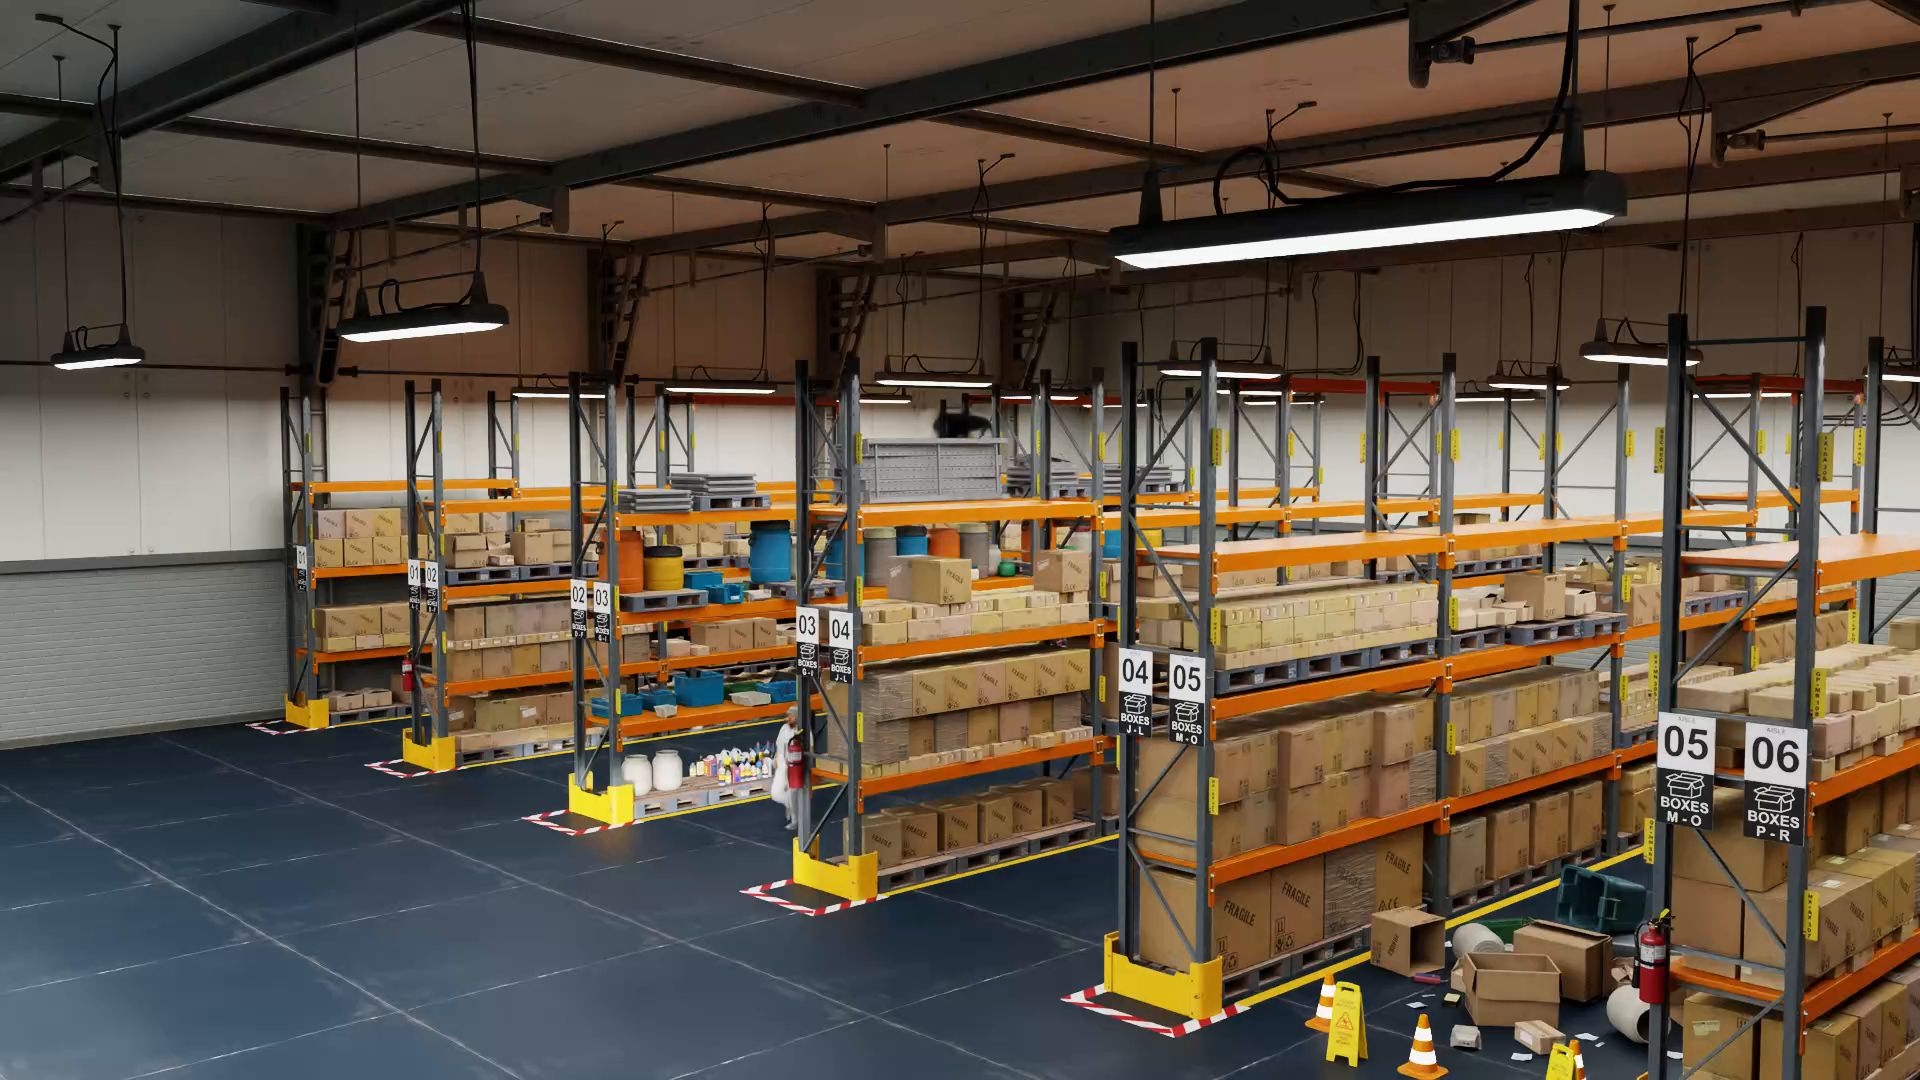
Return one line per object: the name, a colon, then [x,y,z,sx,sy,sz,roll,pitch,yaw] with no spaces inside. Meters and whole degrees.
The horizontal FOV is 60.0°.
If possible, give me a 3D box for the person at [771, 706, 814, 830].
person: [-2.206,2.973,21.707,0.614,1.621,0.549,2,4,28]
